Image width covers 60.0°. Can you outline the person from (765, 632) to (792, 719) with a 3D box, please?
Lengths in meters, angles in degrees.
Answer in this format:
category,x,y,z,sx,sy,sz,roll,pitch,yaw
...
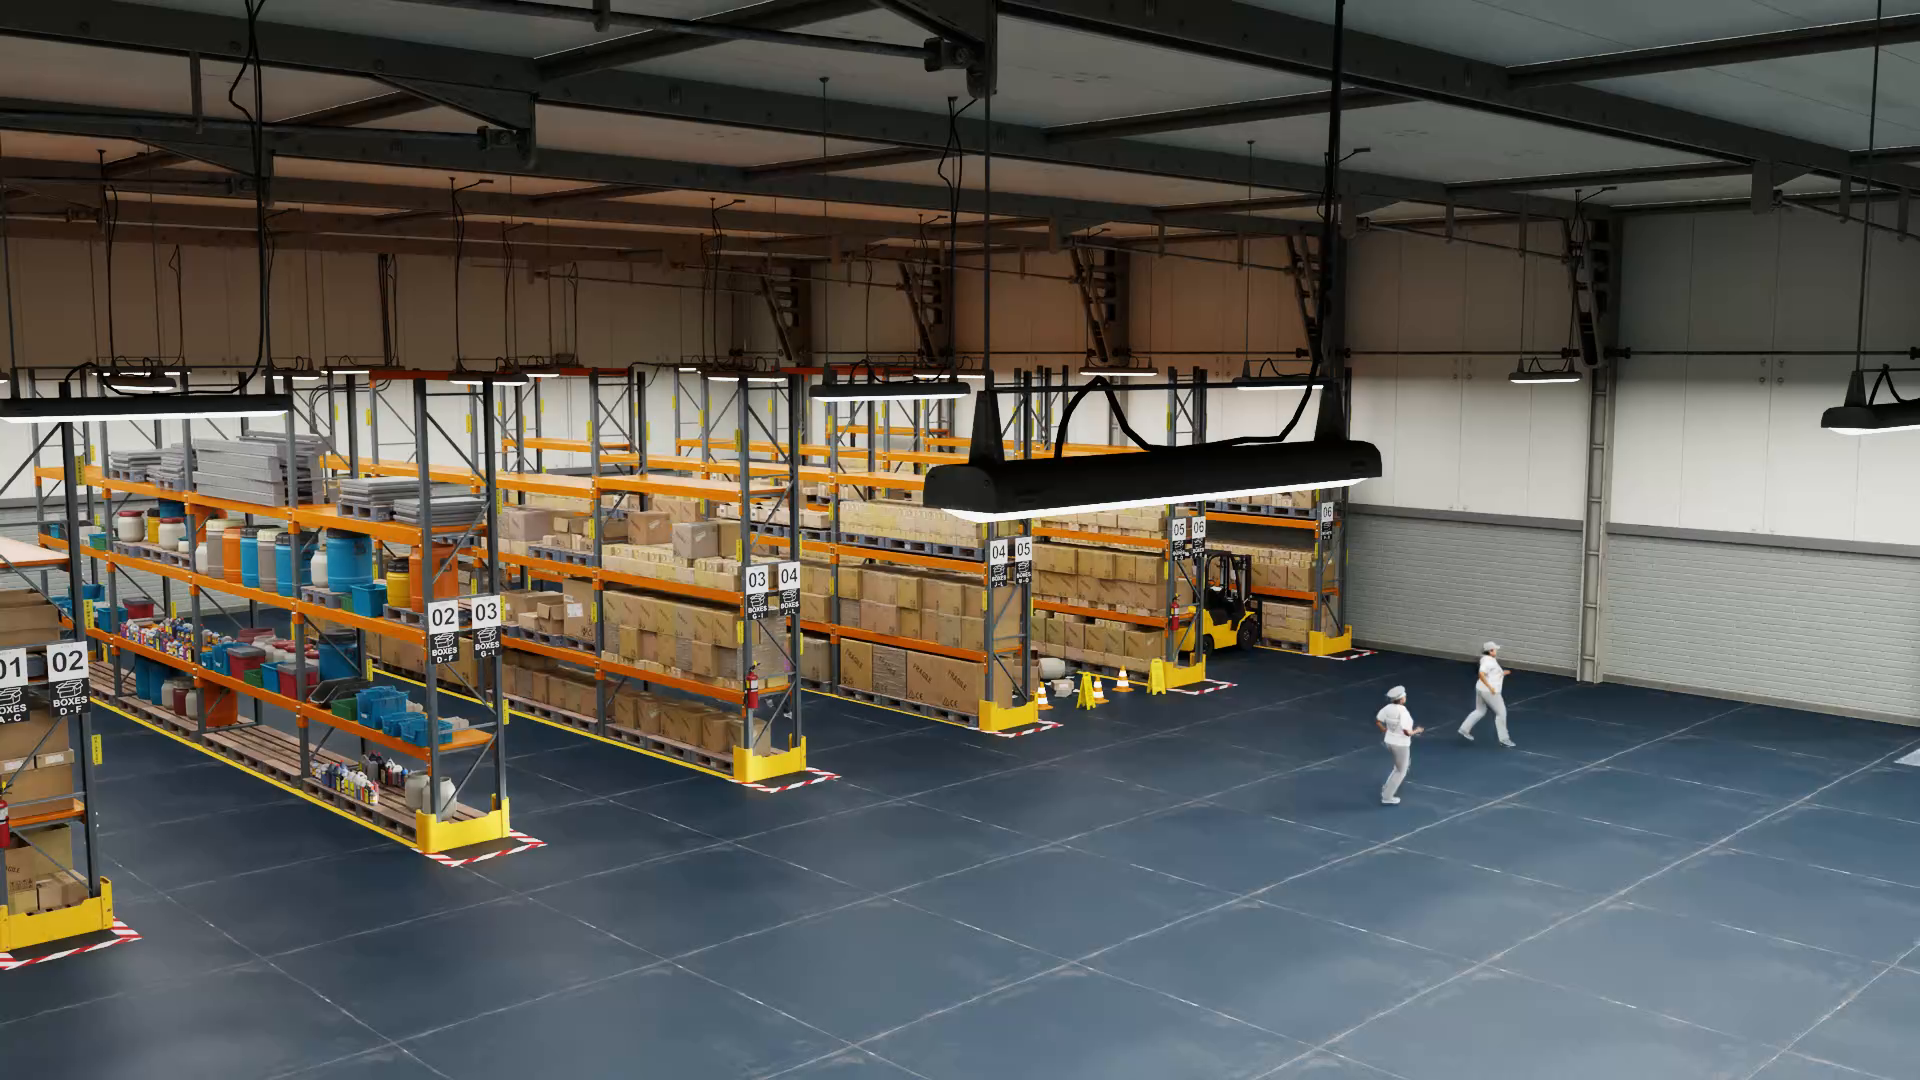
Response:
category,x,y,z,sx,sy,sz,roll,pitch,yaw
person,-3.094,2.314,28.913,0.666,1.563,0.552,5,8,35

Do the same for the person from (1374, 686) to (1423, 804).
category,x,y,z,sx,sy,sz,roll,pitch,yaw
person,6.190,2.870,23.325,0.599,1.681,0.535,-2,7,-19

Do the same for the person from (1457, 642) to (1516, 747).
category,x,y,z,sx,sy,sz,roll,pitch,yaw
person,8.512,2.474,26.767,0.877,1.689,0.594,0,6,-2
